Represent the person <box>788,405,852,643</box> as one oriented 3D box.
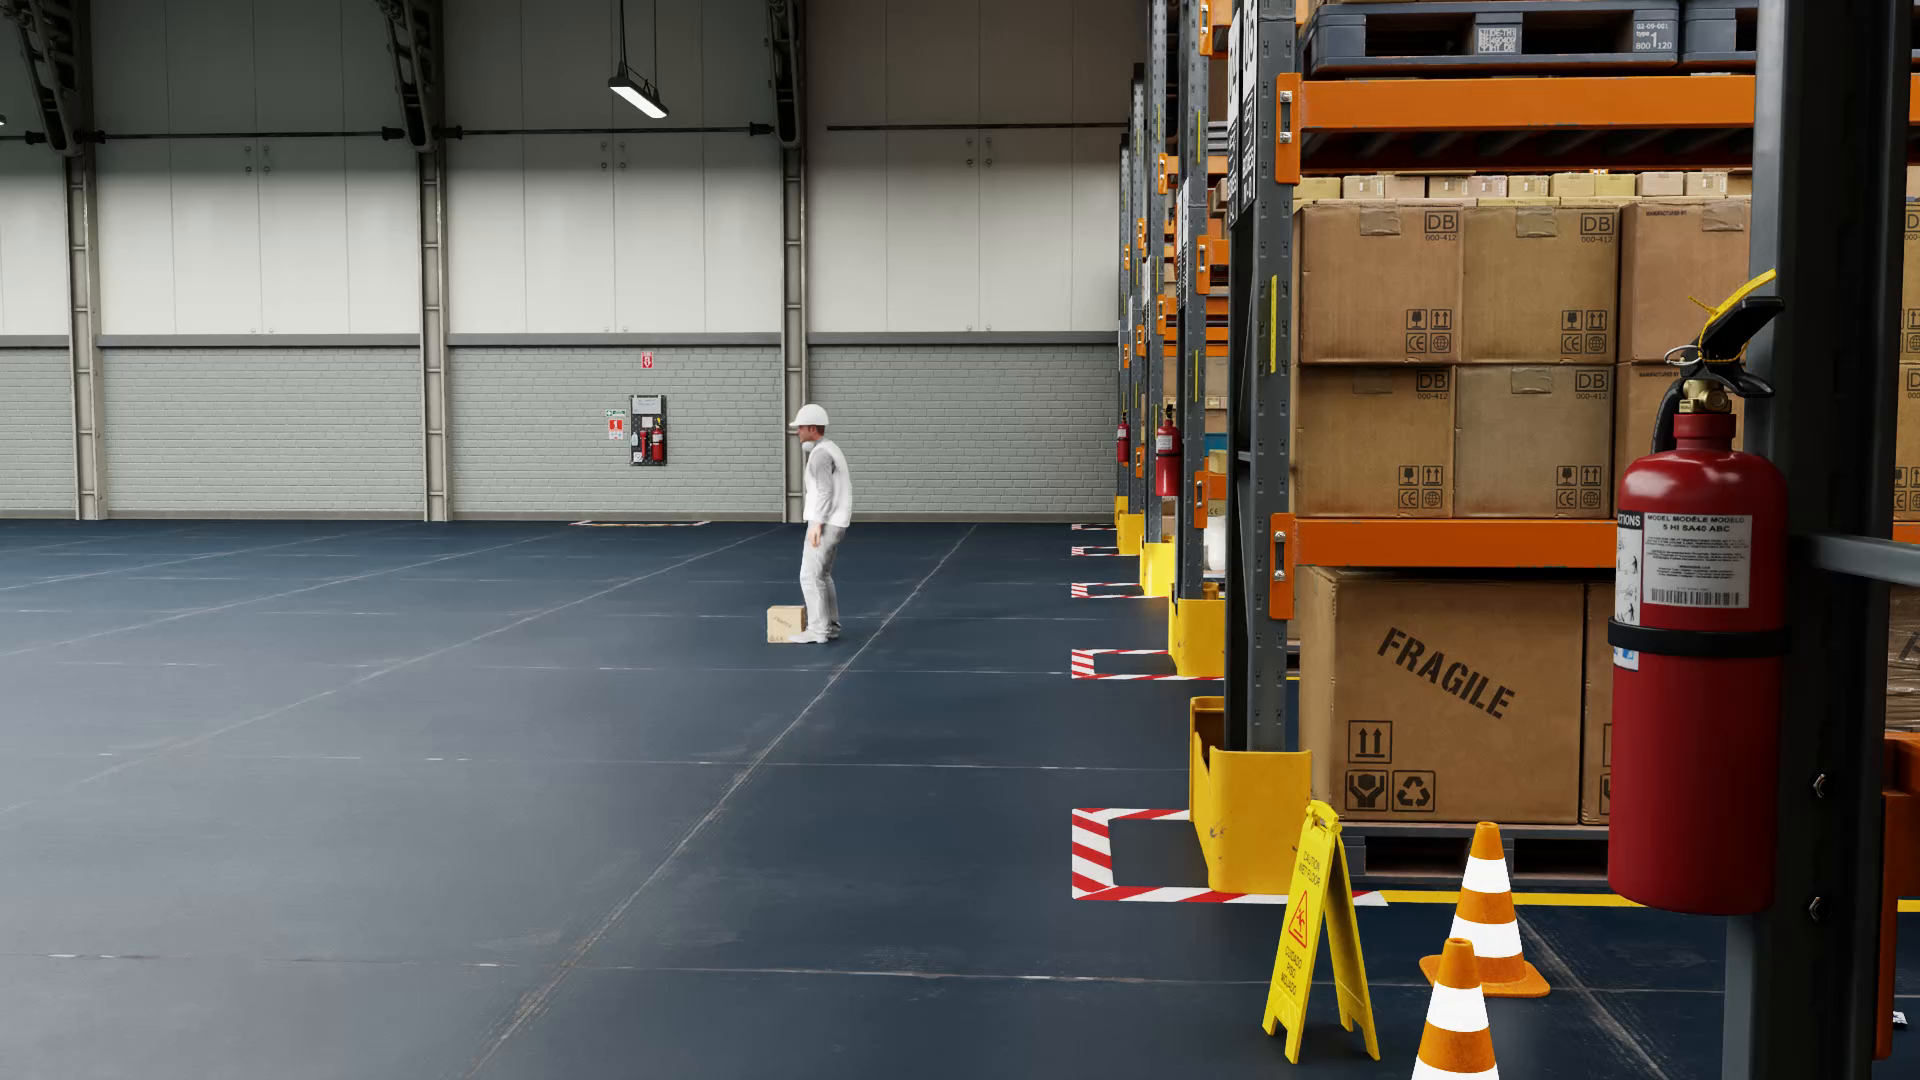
[{"bbox_3d":[-1.044,-0.125,12.435,0.476,1.769,0.581,0,4,1],"label":"person"}]
